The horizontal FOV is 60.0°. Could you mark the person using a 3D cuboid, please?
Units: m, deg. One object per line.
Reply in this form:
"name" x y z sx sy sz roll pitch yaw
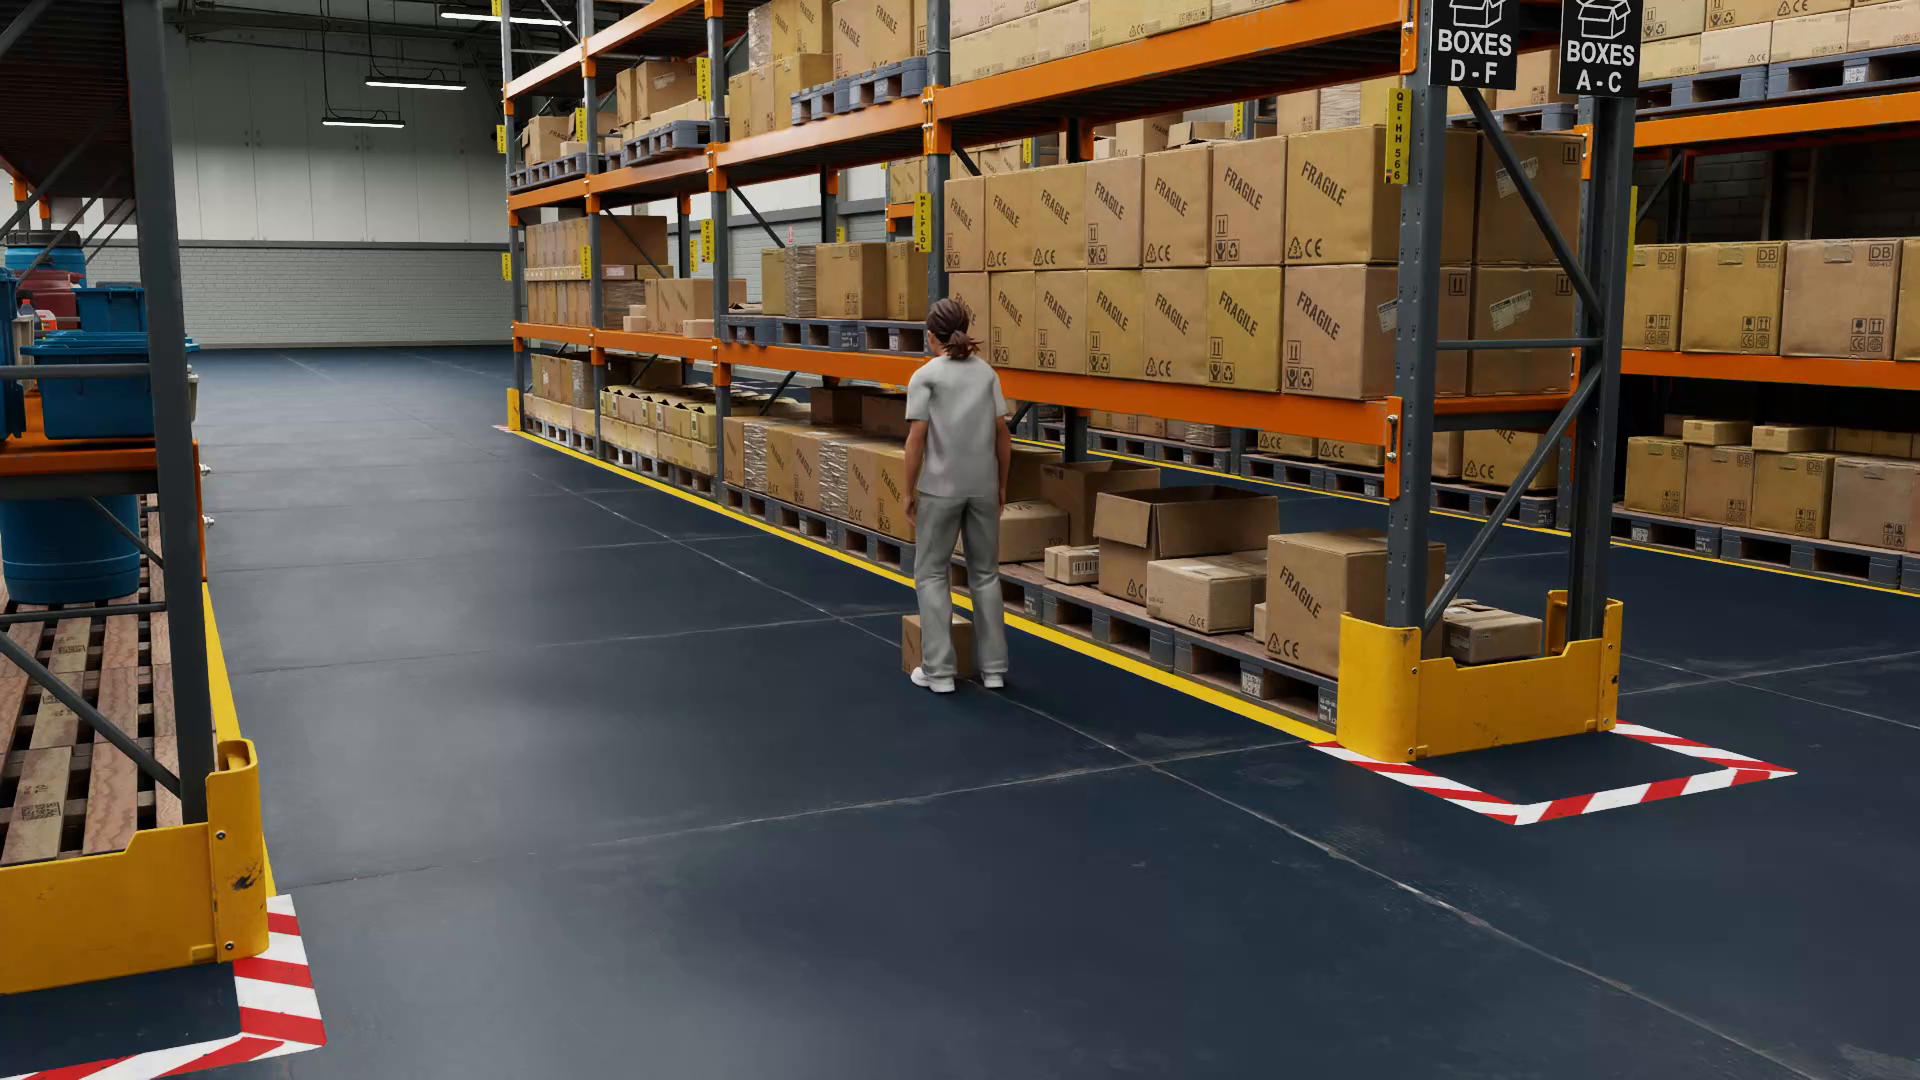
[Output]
"person" -0.013 -0.190 7.110 0.503 1.671 0.365 -3 9 -21
